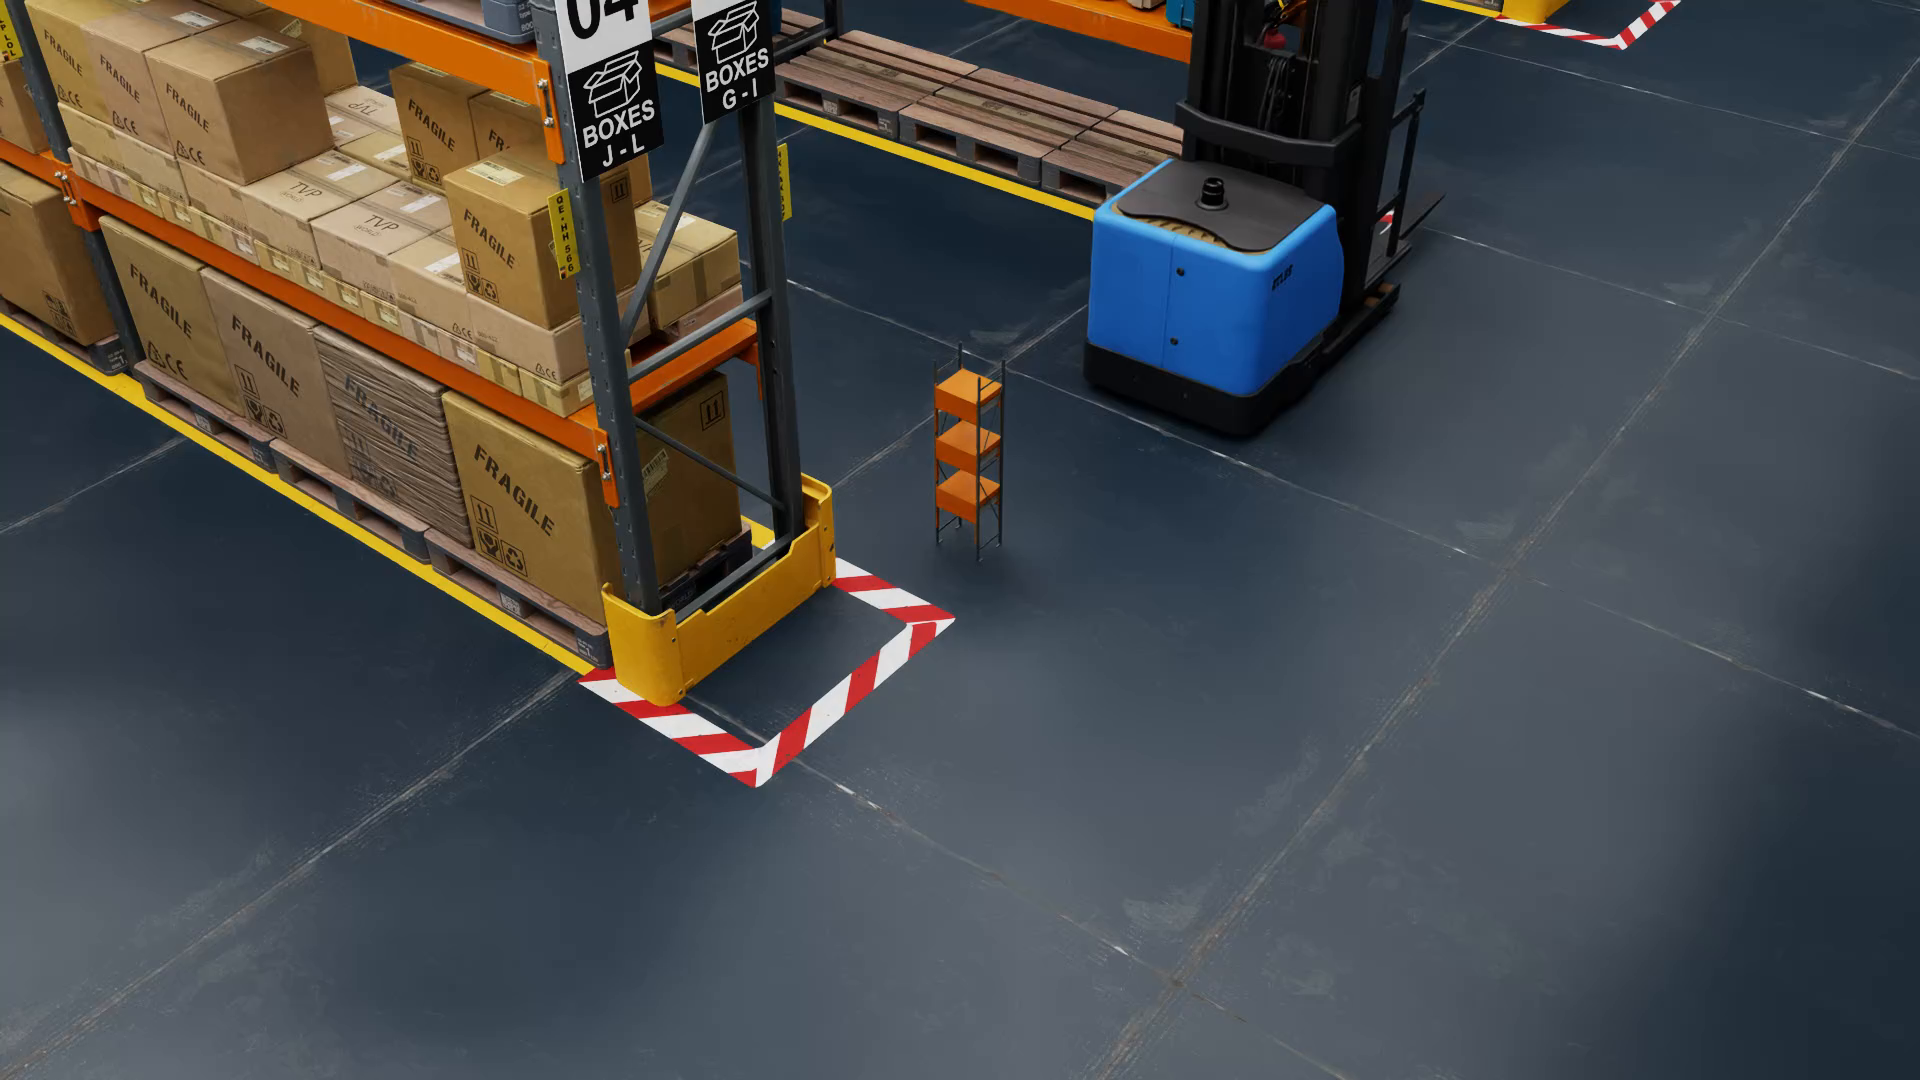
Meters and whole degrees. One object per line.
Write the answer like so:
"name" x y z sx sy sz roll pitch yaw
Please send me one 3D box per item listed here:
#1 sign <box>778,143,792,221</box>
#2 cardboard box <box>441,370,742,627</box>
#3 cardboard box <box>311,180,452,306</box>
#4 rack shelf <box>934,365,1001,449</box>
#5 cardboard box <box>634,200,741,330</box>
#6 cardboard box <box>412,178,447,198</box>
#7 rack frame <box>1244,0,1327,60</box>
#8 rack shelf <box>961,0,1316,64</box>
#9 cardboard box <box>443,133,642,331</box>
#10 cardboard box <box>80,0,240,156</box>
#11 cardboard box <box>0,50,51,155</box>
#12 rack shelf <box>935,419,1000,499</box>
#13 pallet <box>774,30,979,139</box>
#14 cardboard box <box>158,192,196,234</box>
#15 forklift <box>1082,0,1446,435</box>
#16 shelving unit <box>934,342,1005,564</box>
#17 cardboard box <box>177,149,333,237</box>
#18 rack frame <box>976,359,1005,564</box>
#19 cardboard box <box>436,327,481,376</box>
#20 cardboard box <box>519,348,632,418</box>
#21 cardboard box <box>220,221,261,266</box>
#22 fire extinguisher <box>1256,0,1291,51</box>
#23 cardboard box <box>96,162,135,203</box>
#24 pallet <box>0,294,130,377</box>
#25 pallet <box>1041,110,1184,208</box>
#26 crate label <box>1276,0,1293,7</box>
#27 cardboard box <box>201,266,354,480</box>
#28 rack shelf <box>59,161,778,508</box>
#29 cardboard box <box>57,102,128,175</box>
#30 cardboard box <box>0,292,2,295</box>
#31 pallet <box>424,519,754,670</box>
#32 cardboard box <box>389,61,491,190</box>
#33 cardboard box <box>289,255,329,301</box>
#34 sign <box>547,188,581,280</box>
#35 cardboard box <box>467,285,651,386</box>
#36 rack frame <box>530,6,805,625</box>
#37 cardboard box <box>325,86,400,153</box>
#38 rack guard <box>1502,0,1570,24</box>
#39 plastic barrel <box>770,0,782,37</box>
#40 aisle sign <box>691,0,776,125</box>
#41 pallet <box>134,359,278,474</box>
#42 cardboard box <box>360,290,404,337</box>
"sign" -0.728 -1.444 6.756 0.005 0.325 0.100 25 45 29
"cardboard box" -1.627 -0.332 7.485 0.875 0.875 0.875 25 45 29
"cardboard box" -2.423 -1.293 7.210 0.500 0.250 0.500 24 44 27
"rack shelf" 0.042 -0.608 7.593 0.240 0.259 0.215 25 45 29
"cardboard box" -1.288 -1.173 7.056 0.500 0.250 0.500 24 44 27
"cardboard box" -2.101 -1.554 7.543 0.500 0.250 0.500 24 44 27
"rack frame" 1.939 -3.228 9.801 0.127 3.000 1.000 25 45 29
"rack shelf" 0.350 -3.694 10.979 4.000 0.370 1.077 25 45 29
"cardboard box" -1.617 -1.210 6.495 0.500 0.500 0.500 26 45 29
"cardboard box" -3.636 -2.161 7.710 0.500 0.500 0.500 25 45 29
"cardboard box" -4.785 -2.382 8.639 0.500 0.500 0.500 25 45 29
"rack shelf" 0.042 -0.385 7.768 0.240 0.259 0.215 25 45 29
"pallet" -0.631 -3.372 12.246 1.213 0.211 1.003 25 45 29
"cardboard box" -3.586 -1.634 7.968 0.250 0.149 0.380 24 44 27
"forklift" 1.941 -2.566 9.011 1.130 2.935 3.031 24 44 27
"shelving unit" 0.042 -0.393 7.762 0.252 1.050 0.215 25 45 29
"cardboard box" -3.227 -1.675 7.697 0.500 0.250 0.500 26 45 30
"rack frame" 0.139 -0.348 7.703 0.008 1.050 0.200 25 45 29
"cardboard box" -1.960 -0.868 6.989 0.250 0.149 0.380 25 45 29
"cardboard box" -1.553 -0.676 6.745 0.250 0.149 0.380 26 45 29
"cardboard box" -3.185 -1.443 7.725 0.250 0.149 0.380 26 45 29
"fire extinguisher" 1.782 -2.772 9.583 0.183 0.674 0.296 25 45 29
"cardboard box" -4.006 -1.830 8.219 0.250 0.149 0.380 24 44 27
"pallet" -4.906 -1.455 9.798 1.213 0.211 1.003 25 45 29
"pallet" 1.307 -2.458 11.079 1.213 0.211 1.003 25 45 29
"crate label" 1.943 -3.439 10.158 0.303 0.233 0.416 25 45 29
"cardboard box" -3.057 -1.006 8.346 0.875 0.875 0.875 25 45 29
"rack shelf" -2.659 -1.269 7.881 4.000 0.370 1.077 25 45 29
"cardboard box" -4.033 -2.055 8.182 0.500 0.250 0.500 24 44 28
"cardboard box" -5.478 -2.194 9.862 0.875 0.875 1.225 24 44 27
"pallet" -1.753 0.034 7.896 1.213 0.211 1.003 25 45 29
"cardboard box" -2.100 -1.846 7.308 0.500 0.500 0.500 24 44 27
"cardboard box" -2.767 -1.249 7.476 0.250 0.149 0.380 26 45 29
"sign" -1.411 -1.092 5.940 0.005 0.325 0.100 25 45 29
"cardboard box" -1.616 -0.912 6.723 0.500 0.250 0.500 25 44 28
"rack frame" -1.070 -0.803 6.703 0.127 3.000 1.000 25 45 29
"cardboard box" -2.919 -1.938 8.034 0.500 0.250 0.500 26 45 29
"rack guard" 4.891 -4.696 13.704 0.348 0.500 1.175 25 45 29
"plastic barrel" -1.660 -4.277 12.502 0.708 0.901 0.600 25 45 29
"aisle sign" -0.831 -1.946 6.055 0.004 0.787 0.394 25 45 29
"pallet" -3.691 -0.880 9.063 1.213 0.211 1.003 25 45 29
"cardboard box" -2.365 -1.058 7.232 0.250 0.149 0.380 24 44 28
